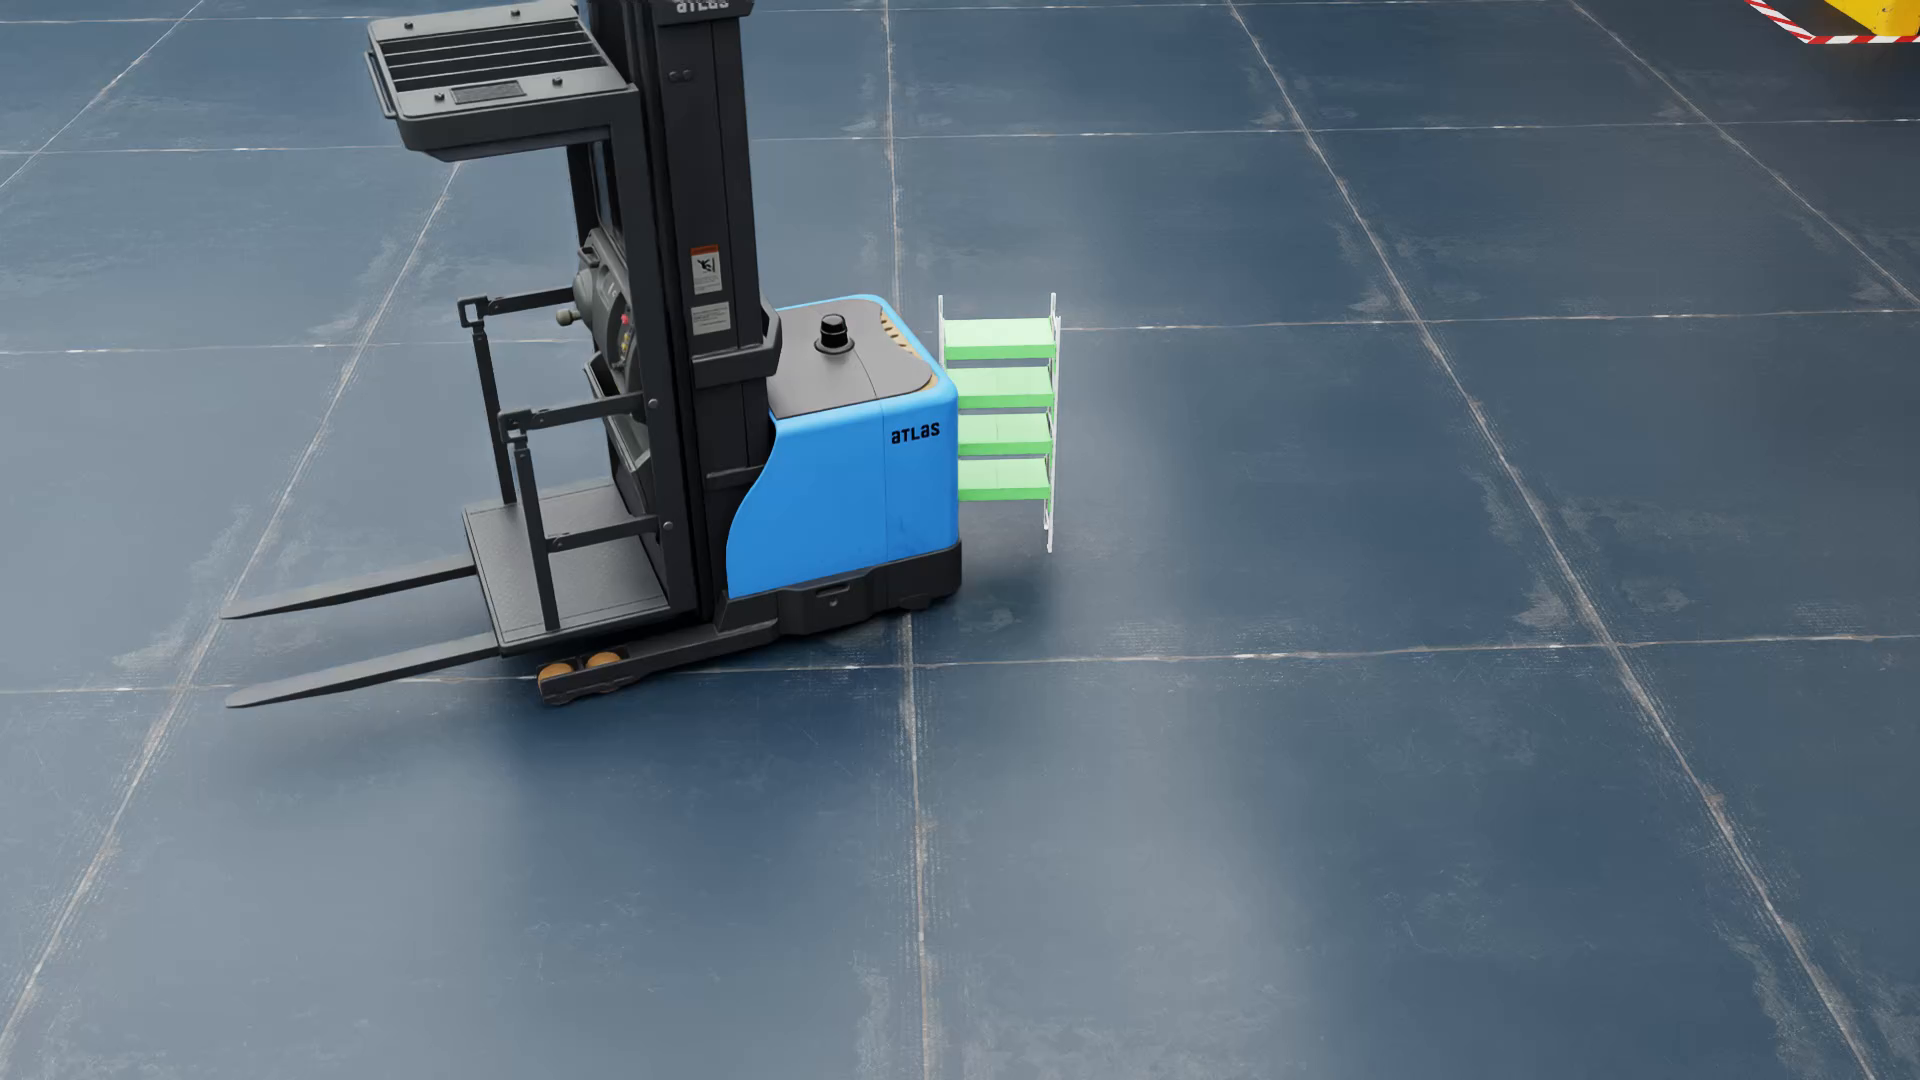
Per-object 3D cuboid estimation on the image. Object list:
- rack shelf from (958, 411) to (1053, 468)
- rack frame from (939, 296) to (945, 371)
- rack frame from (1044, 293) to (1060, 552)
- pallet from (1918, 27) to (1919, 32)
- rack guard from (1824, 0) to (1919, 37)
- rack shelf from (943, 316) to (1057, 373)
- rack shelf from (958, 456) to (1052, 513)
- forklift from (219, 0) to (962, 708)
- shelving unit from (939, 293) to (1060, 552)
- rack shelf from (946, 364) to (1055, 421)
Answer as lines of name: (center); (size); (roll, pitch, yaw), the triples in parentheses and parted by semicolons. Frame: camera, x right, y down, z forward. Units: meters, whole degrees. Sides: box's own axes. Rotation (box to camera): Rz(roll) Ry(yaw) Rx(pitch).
rack shelf: (0.165, -0.445, 7.451); (0.480, 0.148, 0.258); (-2, 35, -2)
rack frame: (-0.078, -0.491, 7.406); (0.015, 1.200, 0.240); (-2, 35, -2)
rack frame: (0.409, -0.504, 7.425); (0.015, 1.200, 0.240); (-2, 35, -2)
pallet: (8.573, -4.613, 14.230); (1.213, 0.211, 1.003); (-2, 35, -2)
rack guard: (7.762, -4.713, 14.120); (0.348, 0.500, 1.175); (-2, 35, -2)
rack shelf: (0.165, -0.840, 7.178); (0.480, 0.148, 0.258); (-2, 35, -2)
rack shelf: (0.165, -0.248, 7.588); (0.480, 0.148, 0.258); (-2, 35, -2)
forklift: (-1.561, -0.877, 6.442); (3.031, 2.935, 1.130); (-13, 37, -18)
shelving unit: (0.165, -0.498, 7.415); (0.503, 1.200, 0.258); (-2, 35, -2)
rack shelf: (0.165, -0.643, 7.315); (0.480, 0.148, 0.258); (-2, 35, -2)
